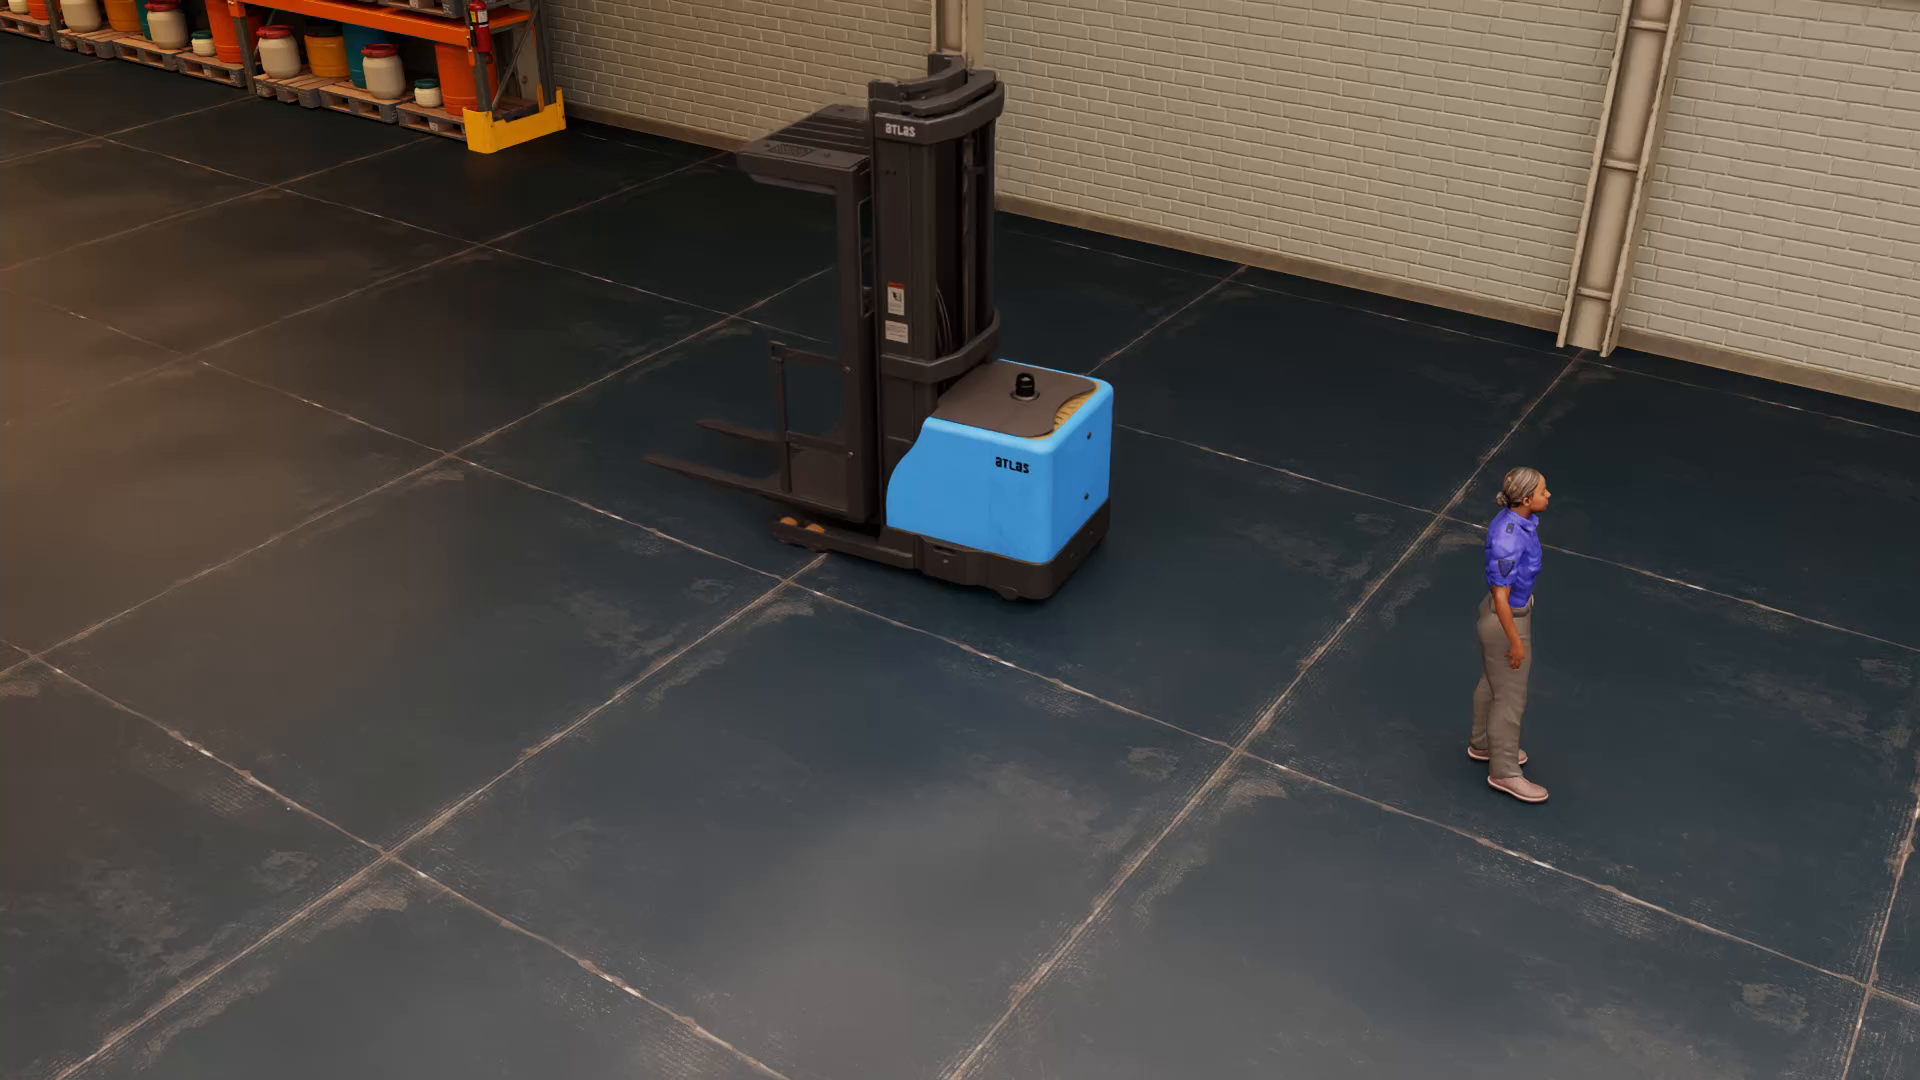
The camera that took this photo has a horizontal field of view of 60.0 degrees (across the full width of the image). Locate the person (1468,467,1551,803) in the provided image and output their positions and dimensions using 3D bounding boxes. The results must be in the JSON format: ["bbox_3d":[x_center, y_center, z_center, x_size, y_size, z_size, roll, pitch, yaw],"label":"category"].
[{"bbox_3d":[2.750,0.428,8.101,0.503,1.656,0.569,9,31,16],"label":"person"}]

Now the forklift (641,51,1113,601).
[{"bbox_3d":[-0.613,-1.417,10.022,3.031,2.935,1.130,14,33,23],"label":"forklift"}]
